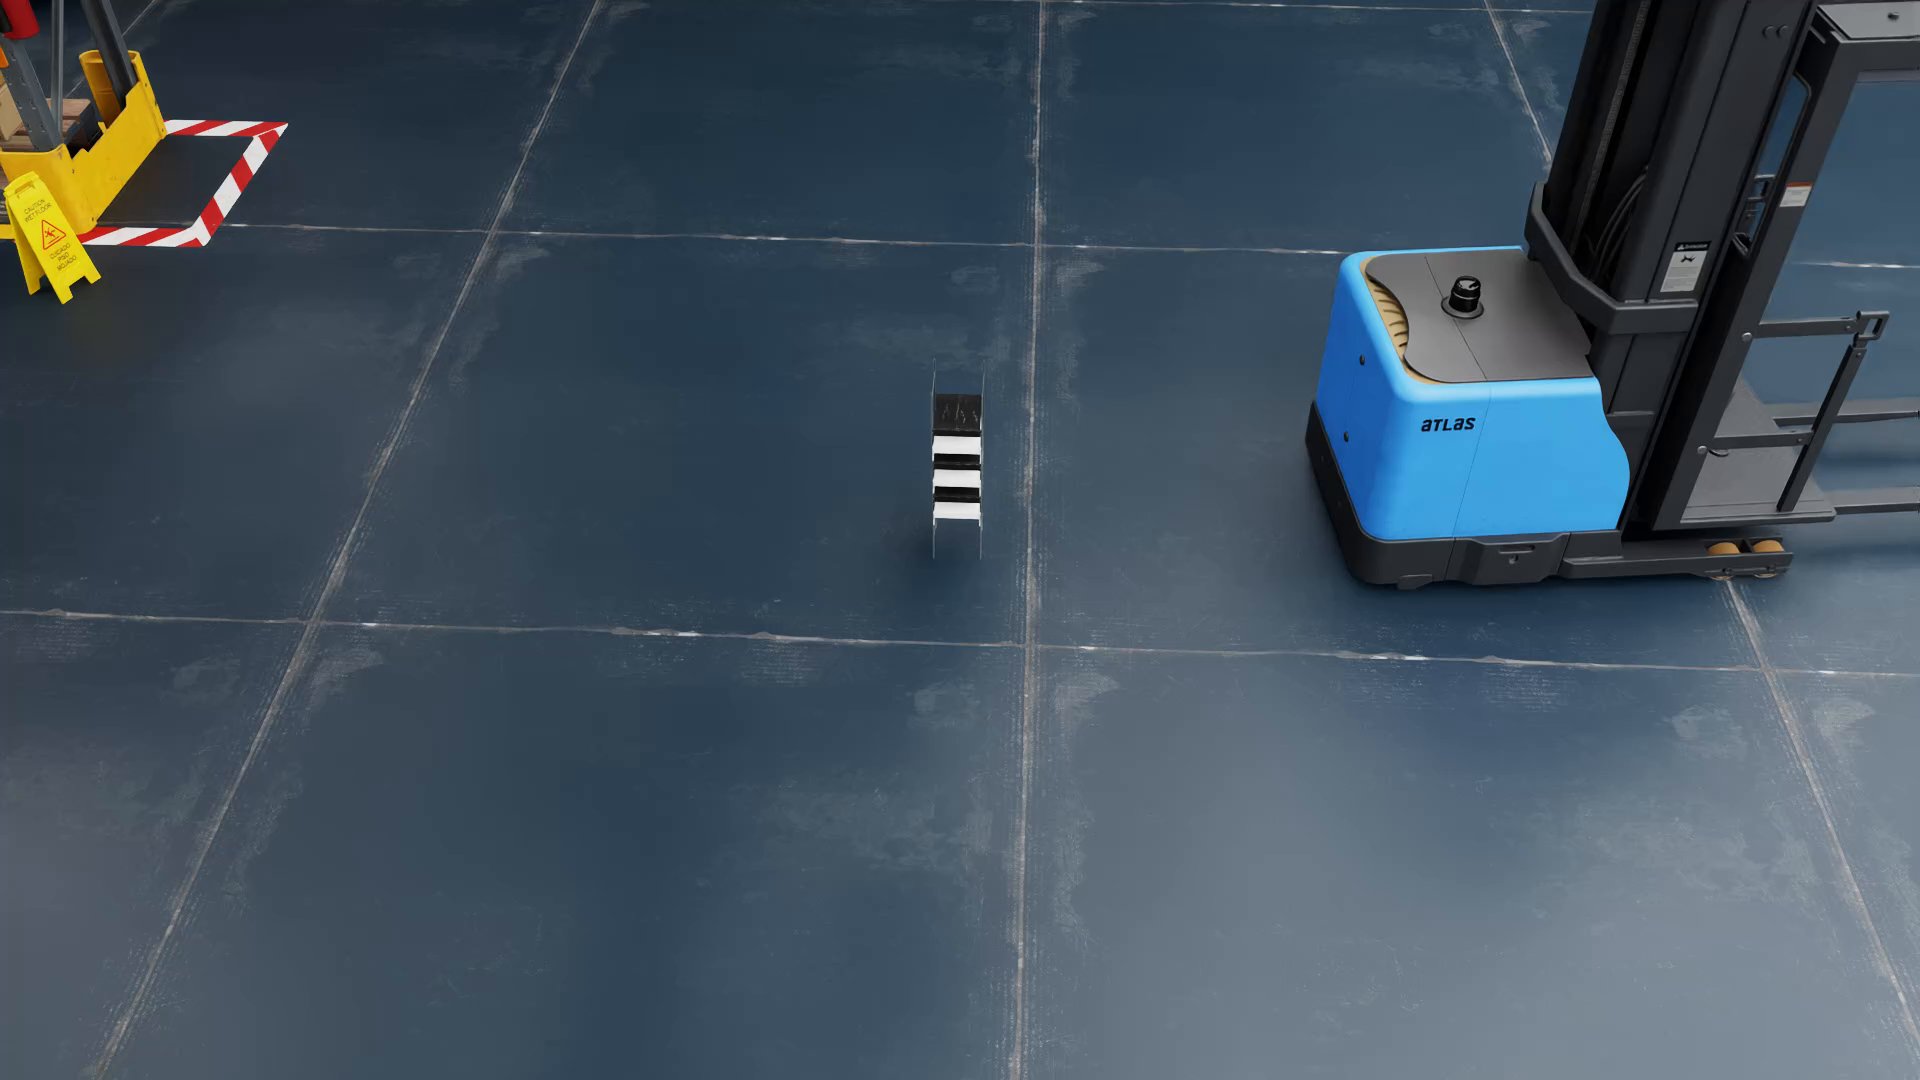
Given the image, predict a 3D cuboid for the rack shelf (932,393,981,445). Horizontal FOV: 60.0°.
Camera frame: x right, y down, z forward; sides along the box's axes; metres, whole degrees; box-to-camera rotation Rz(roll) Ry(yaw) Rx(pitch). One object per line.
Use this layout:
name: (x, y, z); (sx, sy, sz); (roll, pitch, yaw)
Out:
rack shelf: (-0.008, -0.503, 6.868); (0.200, 0.077, 0.258); (2, 43, 2)

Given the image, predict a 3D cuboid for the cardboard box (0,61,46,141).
cardboard box: (-5.655, -2.533, 9.563); (0.500, 0.250, 0.500); (1, 43, 2)

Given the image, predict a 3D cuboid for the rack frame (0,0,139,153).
rack frame: (-4.861, -3.172, 8.540); (0.127, 3.000, 1.000); (2, 43, 2)

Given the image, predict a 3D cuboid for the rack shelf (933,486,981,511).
rack shelf: (-0.008, -0.239, 7.113); (0.200, 0.077, 0.258); (2, 43, 2)

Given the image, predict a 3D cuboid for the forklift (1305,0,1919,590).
forklift: (3.144, -1.259, 6.537); (3.031, 2.935, 1.130); (-3, 43, -3)

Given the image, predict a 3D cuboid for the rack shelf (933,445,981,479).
rack shelf: (-0.008, -0.371, 6.990); (0.200, 0.077, 0.258); (2, 43, 2)

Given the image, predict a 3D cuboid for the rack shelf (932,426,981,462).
rack shelf: (-0.008, -0.437, 6.929); (0.200, 0.077, 0.258); (2, 43, 2)

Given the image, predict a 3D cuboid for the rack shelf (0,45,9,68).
rack shelf: (-6.859, -2.970, 8.851); (4.000, 0.370, 1.077); (2, 43, 2)

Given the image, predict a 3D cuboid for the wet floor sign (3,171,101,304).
wet floor sign: (-4.720, -1.576, 8.554); (0.232, 0.644, 0.267); (16, 45, 16)

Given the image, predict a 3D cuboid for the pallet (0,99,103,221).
pallet: (-5.747, -2.203, 9.545); (1.213, 0.211, 1.003); (2, 43, 2)

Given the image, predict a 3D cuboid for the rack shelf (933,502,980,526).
rack shelf: (-0.008, -0.173, 7.174); (0.200, 0.077, 0.258); (2, 43, 2)

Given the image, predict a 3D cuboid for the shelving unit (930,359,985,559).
shelving unit: (-0.008, -0.330, 7.029); (0.210, 0.900, 0.258); (2, 43, 2)

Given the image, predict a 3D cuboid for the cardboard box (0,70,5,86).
cardboard box: (-5.679, -2.807, 9.307); (0.500, 0.500, 0.500); (0, 43, 0)

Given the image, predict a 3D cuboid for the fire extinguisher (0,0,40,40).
fire extinguisher: (-4.768, -2.826, 8.225); (0.183, 0.674, 0.296); (2, 43, 2)

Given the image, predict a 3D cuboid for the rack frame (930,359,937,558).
rack frame: (-0.110, -0.333, 7.032); (0.006, 0.900, 0.240); (2, 43, 2)

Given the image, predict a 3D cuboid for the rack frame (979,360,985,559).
rack frame: (0.093, -0.326, 7.026); (0.006, 0.900, 0.240); (2, 43, 2)

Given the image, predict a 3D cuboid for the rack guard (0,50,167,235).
rack guard: (-4.937, -2.260, 9.394); (0.348, 0.500, 1.175); (2, 43, 2)

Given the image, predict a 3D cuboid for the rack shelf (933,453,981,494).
rack shelf: (-0.008, -0.305, 7.052); (0.200, 0.077, 0.258); (2, 43, 2)
